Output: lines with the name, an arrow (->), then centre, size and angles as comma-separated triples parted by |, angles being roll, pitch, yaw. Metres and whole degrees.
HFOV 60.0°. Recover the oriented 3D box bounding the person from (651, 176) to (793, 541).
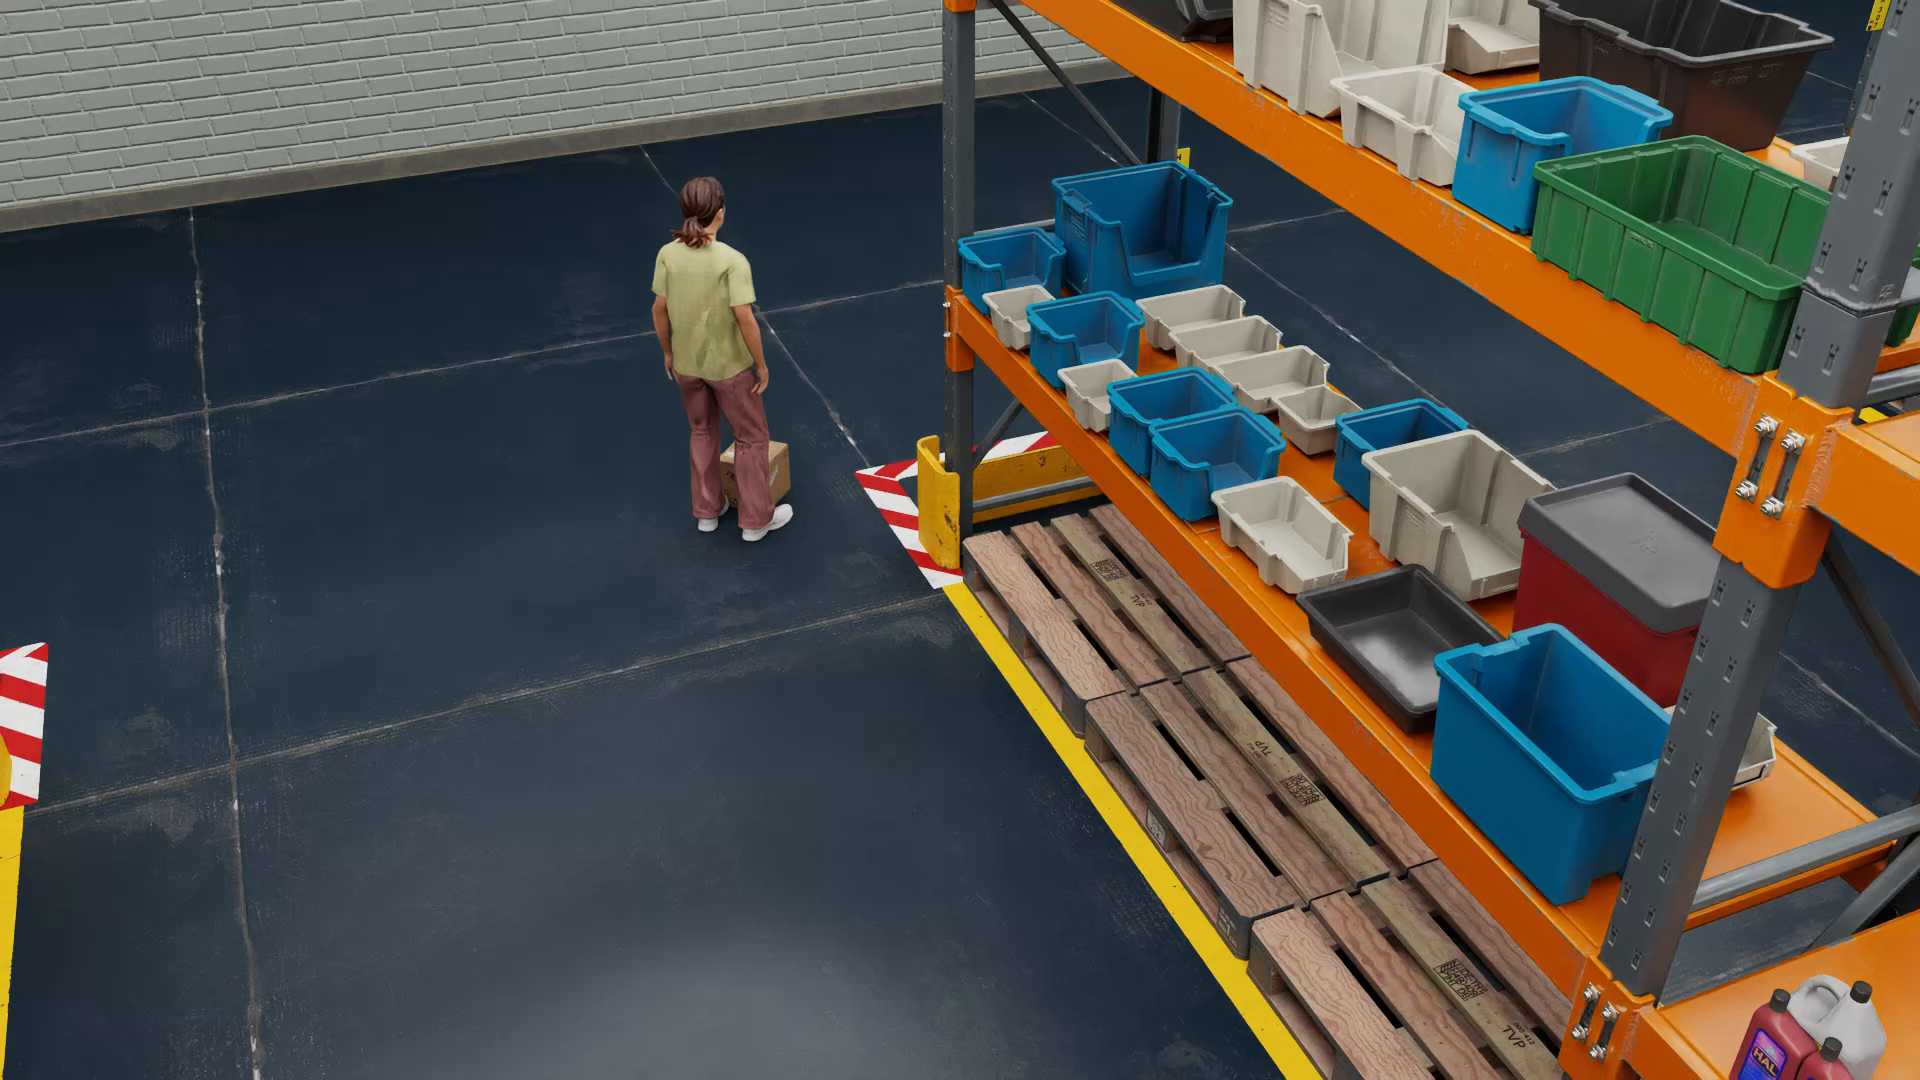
person -> -1.067, -0.775, 7.311 | 0.509, 1.671, 0.364 | 11, 35, 16
